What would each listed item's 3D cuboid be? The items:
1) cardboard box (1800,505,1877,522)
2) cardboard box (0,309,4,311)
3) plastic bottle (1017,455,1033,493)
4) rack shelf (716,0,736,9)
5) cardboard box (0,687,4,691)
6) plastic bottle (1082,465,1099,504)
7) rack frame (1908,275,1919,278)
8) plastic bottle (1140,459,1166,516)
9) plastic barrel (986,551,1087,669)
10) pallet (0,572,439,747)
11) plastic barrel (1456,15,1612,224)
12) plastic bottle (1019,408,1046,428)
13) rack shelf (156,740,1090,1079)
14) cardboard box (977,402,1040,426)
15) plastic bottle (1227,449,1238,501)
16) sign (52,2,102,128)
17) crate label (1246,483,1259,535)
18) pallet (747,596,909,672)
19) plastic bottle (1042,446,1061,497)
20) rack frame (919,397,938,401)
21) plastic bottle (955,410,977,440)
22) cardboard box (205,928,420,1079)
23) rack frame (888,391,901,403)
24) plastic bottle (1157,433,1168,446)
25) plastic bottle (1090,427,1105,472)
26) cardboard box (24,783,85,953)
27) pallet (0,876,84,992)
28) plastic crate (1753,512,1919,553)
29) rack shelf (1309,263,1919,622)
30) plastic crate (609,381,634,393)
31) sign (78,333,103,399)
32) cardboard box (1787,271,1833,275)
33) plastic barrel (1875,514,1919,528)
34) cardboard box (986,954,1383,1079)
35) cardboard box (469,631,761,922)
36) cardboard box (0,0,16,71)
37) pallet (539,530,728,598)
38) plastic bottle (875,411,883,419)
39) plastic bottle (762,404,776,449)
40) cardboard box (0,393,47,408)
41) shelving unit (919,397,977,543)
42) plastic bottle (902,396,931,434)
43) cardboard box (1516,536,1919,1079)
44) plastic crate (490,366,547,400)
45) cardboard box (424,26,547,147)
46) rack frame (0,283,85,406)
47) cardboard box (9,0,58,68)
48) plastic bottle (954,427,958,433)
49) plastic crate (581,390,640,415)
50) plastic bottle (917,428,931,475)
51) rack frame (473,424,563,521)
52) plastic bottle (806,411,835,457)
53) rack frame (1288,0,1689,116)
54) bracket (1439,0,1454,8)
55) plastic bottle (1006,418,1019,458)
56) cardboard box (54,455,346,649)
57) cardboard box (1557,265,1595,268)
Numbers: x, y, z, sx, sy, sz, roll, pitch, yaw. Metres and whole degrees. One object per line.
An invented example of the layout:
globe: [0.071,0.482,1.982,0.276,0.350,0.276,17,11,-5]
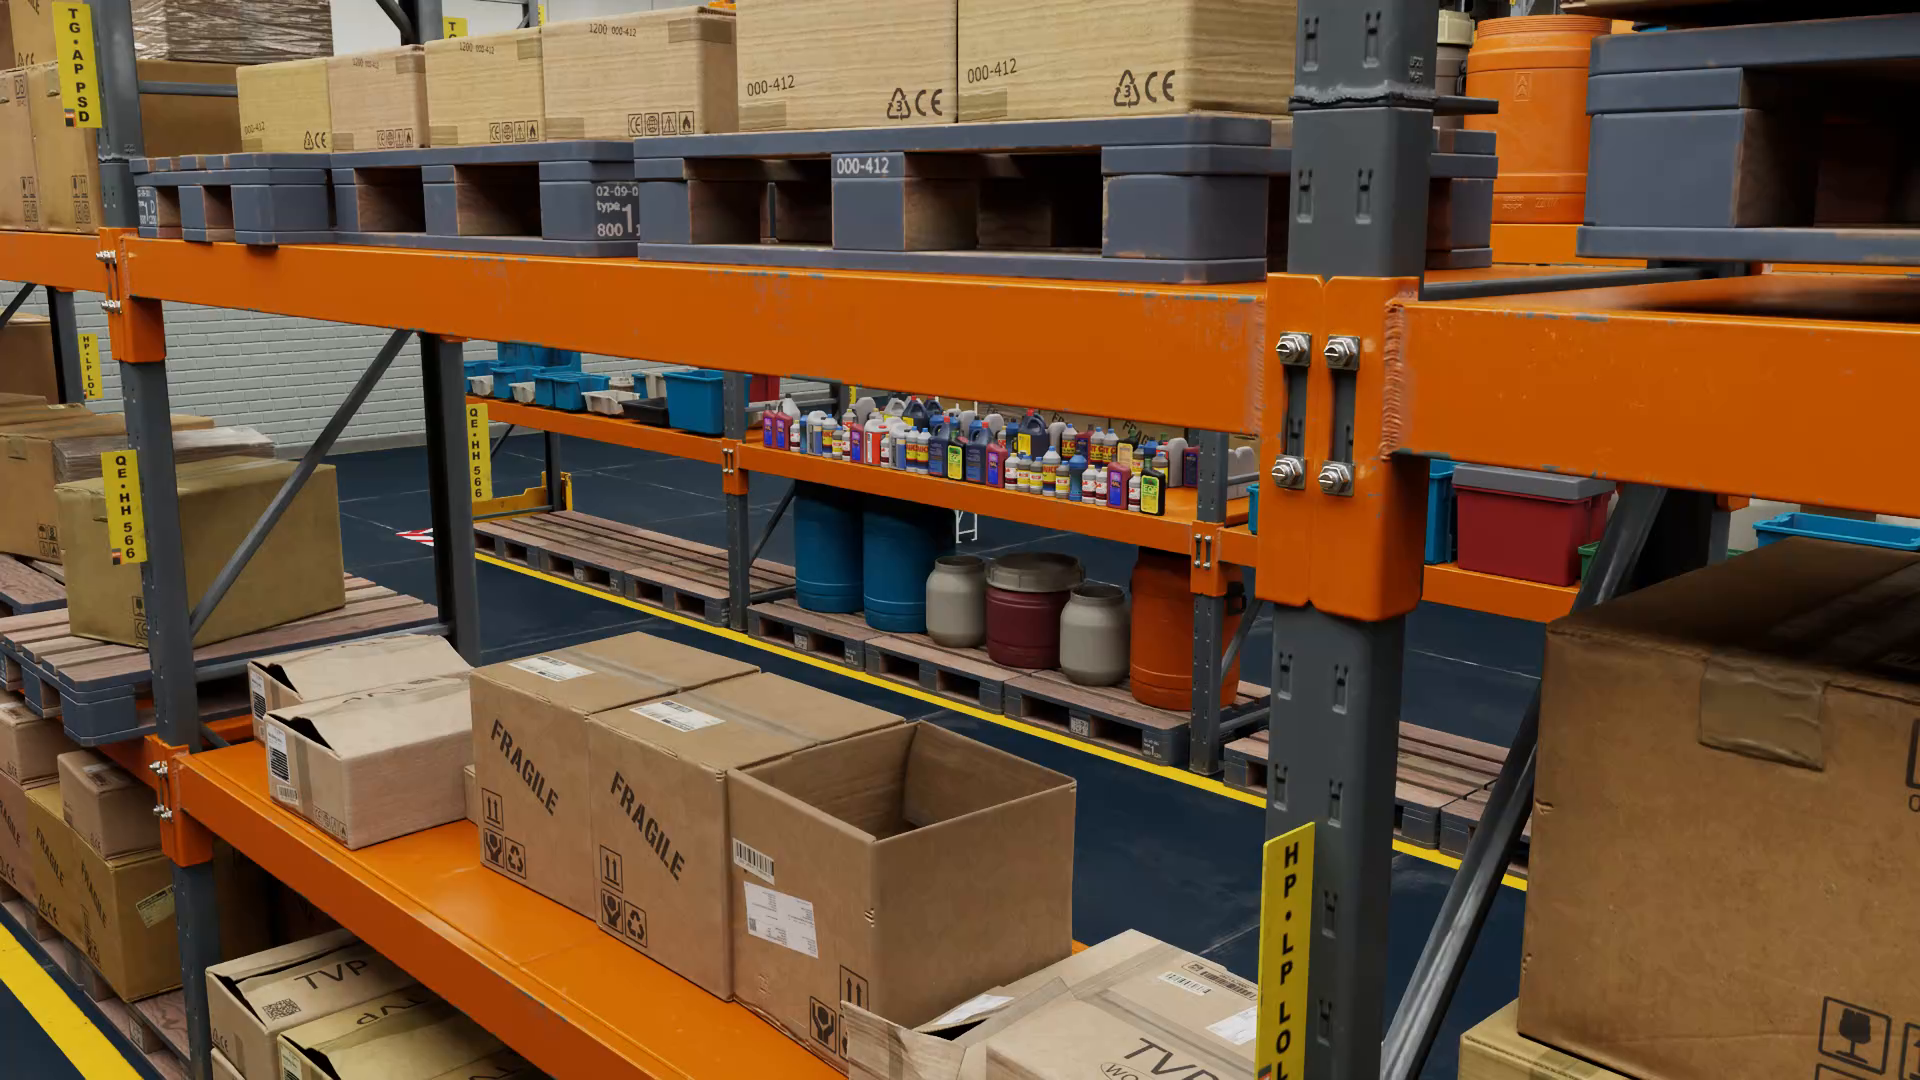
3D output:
cardboard box: [6.025,-0.210,11.244,0.500,0.250,0.500,-9,14,-36]
cardboard box: [-5.596,-1.022,9.214,0.500,0.500,0.500,11,16,43]
plastic bottle: [0.368,-0.372,9.275,0.097,0.201,0.097,0,12,0]
rack shelf: [0.204,-3.013,9.510,1.077,0.370,4.000,-11,16,-43]
cardboard box: [-3.914,0.667,6.987,0.500,0.250,0.500,-11,16,-42]
plastic bottle: [0.704,-0.301,8.930,0.097,0.201,0.097,0,12,0]
rack frame: [8.824,-1.698,15.219,1.000,3.000,0.127,-11,16,-43]
plastic bottle: [0.997,-0.274,8.595,0.061,0.283,0.133,-11,16,-43]
plastic barrel: [0.455,0.410,9.921,0.600,0.588,0.708,-11,16,-43]
pallet: [-2.519,0.363,5.690,1.213,0.211,1.003,-11,16,-43]
plastic barrel: [2.447,-1.765,7.047,0.600,0.830,0.708,-11,16,-43]
plastic bottle: [0.455,-0.641,10.214,0.144,0.351,0.185,-11,16,-43]
rack shelf: [-0.619,1.003,3.893,1.077,0.370,4.000,-11,16,-43]
cardboard box: [0.771,-1.139,16.730,0.875,0.875,0.875,-11,16,-43]
plastic bottle: [1.410,-0.357,9.020,0.152,0.276,0.135,-11,16,-43]
sign: [-2.394,-1.288,4.517,0.100,0.325,0.005,-11,16,-43]
crate label: [1.605,-0.135,8.050,0.303,0.233,0.416,-11,16,-43]
pallet: [-0.675,0.569,11.125,1.003,0.211,1.213,-11,16,-43]
plastic bottle: [0.502,-0.378,9.130,0.097,0.271,0.097,0,12,0]
rack frame: [-0.283,-0.647,14.580,0.240,1.200,0.015,-11,16,-43]
plastic bottle: [0.022,-0.695,10.659,0.152,0.276,0.135,-11,16,-43]
cardboard box: [-1.851,1.342,4.846,0.500,0.311,0.500,-10,15,-41]
rack frame: [-0.357,-2.189,17.602,1.000,3.000,0.127,-11,16,-43]
plastic bottle: [1.141,-0.476,9.576,0.061,0.283,0.133,-11,16,-43]
plastic bottle: [0.822,-0.532,9.879,0.097,0.271,0.097,0,12,0]
cardboard box: [-3.173,1.188,6.316,0.500,0.500,0.500,11,16,43]
pallet: [-3.327,1.432,6.937,1.003,0.211,1.213,-11,16,-43]
plastic crate: [3.361,0.143,6.324,0.392,0.384,0.575,-11,16,-43]
rack shelf: [2.143,0.117,0.757,1.077,0.370,4.000,-11,16,-43]
plastic crate: [-2.628,-1.183,13.225,0.298,0.136,0.250,-11,16,-43]
sign: [-4.363,-0.870,8.332,0.100,0.325,0.005,-11,16,-43]
cardboard box: [10.384,-3.277,20.156,0.500,0.500,0.500,11,16,44]
plastic barrel: [3.845,0.016,6.564,0.433,0.535,0.433,0,12,0]
cardboard box: [0.391,0.950,2.738,0.500,0.250,0.500,-10,15,-39]
cardboard box: [-0.829,0.552,4.050,0.500,0.500,0.500,11,16,42]
cardboard box: [-3.545,-1.720,6.356,0.600,0.600,0.600,11,16,43]
pallet: [-2.560,0.171,13.059,1.003,0.211,1.213,-11,16,-43]
plastic bottle: [-0.523,-0.764,11.179,0.097,0.201,0.097,0,12,0]
plastic bottle: [-1.233,-0.745,10.882,0.061,0.283,0.133,-11,16,-43]
cardboard box: [-4.597,-0.380,7.532,0.500,0.500,0.700,6,13,26]
shelving unit: [-0.114,-0.612,14.408,0.258,1.200,0.503,-11,16,-43]
plastic bottle: [-0.282,-0.755,10.765,0.144,0.351,0.185,-11,16,-43]
cardboard box: [1.073,0.322,1.953,0.700,0.500,0.500,-11,16,-42]
plastic crate: [-3.553,-1.268,13.399,0.416,0.233,0.300,-11,16,-43]
cardboard box: [-0.884,-1.025,3.852,0.500,0.250,0.500,-11,16,-44]
rack frame: [-4.762,-0.225,8.071,1.000,3.000,0.127,-11,16,-43]
cardboard box: [-3.001,-1.863,5.860,0.500,0.500,0.500,-11,16,-43]
plastic bottle: [-0.035,-0.533,9.885,0.097,0.271,0.097,0,12,0]
plastic crate: [-2.597,-1.027,12.469,0.293,0.136,0.466,-11,16,-43]
plastic bottle: [-0.206,-0.527,9.856,0.097,0.271,0.097,0,12,0]
rack frame: [-3.940,-1.499,14.252,1.000,3.000,0.127,-11,16,-43]
plastic bottle: [-0.880,-0.680,10.586,0.152,0.276,0.135,-11,16,-43]
rack frame: [0.762,-1.996,1.799,1.000,3.000,0.127,-11,16,-43]
bracket: [8.644,-9.494,29.270,0.235,0.232,0.430,-11,16,-43]
plastic bottle: [0.330,-0.618,10.296,0.097,0.271,0.097,0,12,0]
cardboard box: [-2.516,0.028,5.555,0.500,0.500,0.700,6,13,26]
cardboard box: [8.344,-3.703,22.227,0.500,0.500,0.500,-11,16,-42]
